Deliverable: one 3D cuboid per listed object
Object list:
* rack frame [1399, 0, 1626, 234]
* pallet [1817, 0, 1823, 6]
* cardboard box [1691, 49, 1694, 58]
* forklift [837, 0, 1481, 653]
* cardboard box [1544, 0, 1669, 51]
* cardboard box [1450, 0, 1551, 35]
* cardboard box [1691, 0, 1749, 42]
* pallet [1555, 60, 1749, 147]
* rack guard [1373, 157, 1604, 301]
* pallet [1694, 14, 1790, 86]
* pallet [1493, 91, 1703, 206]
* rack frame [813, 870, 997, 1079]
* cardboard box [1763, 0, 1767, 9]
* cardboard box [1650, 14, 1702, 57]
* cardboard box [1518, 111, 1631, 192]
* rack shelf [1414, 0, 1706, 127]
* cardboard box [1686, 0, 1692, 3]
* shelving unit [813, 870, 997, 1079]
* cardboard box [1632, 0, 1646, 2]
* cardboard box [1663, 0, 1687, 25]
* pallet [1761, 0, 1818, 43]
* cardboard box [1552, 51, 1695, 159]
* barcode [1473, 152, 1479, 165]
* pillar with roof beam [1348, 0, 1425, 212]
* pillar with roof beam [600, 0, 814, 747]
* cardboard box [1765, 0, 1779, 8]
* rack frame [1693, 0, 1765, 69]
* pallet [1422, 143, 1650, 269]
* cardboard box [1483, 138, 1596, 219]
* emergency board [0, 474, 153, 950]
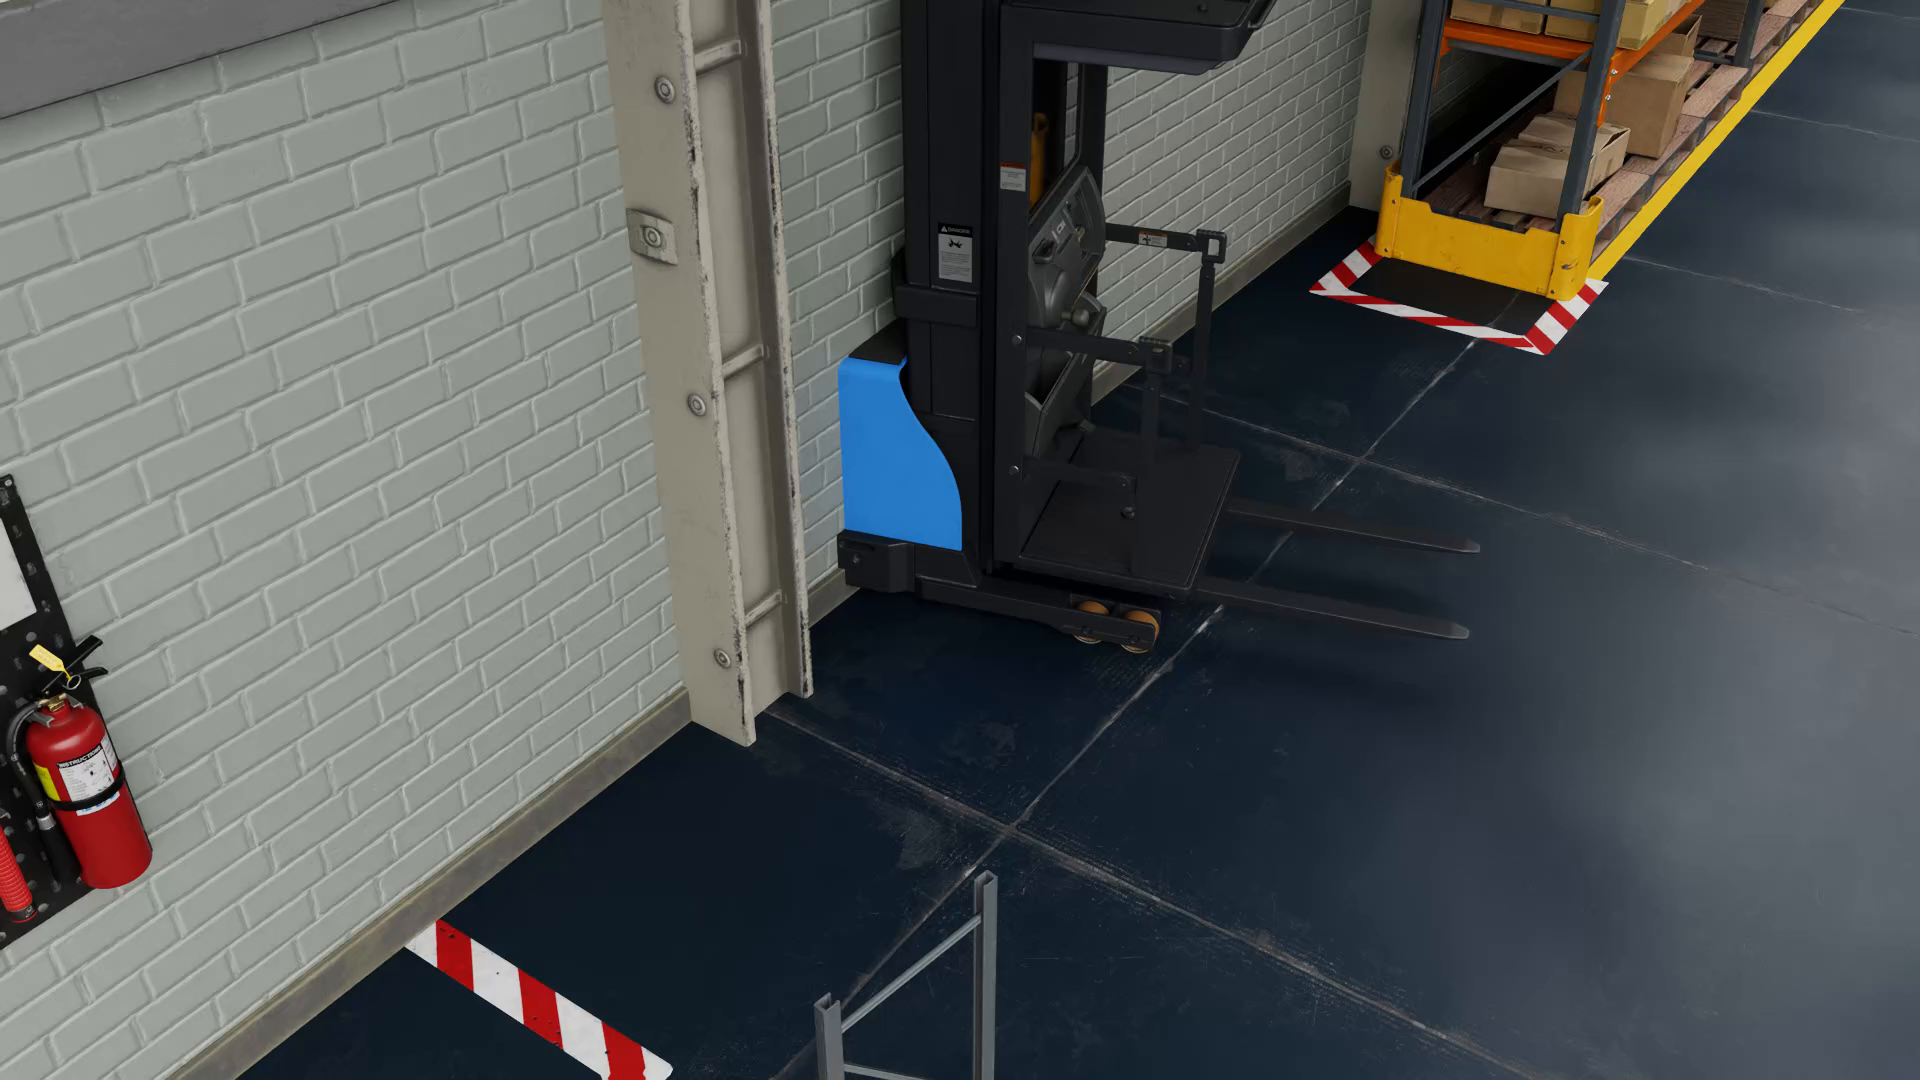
[{"bbox_3d":[2.935,-2.782,8.687,1.000,3.000,0.127,21,39,28],"label":"rack frame"},{"bbox_3d":[7.050,-4.950,14.381,1.003,0.211,1.213,21,39,28],"label":"pallet"},{"bbox_3d":[4.935,-3.376,11.701,0.380,0.166,0.250,16,37,22],"label":"cardboard box"},{"bbox_3d":[0.595,-1.102,6.263,3.031,2.935,1.130,11,35,15],"label":"forklift"},{"bbox_3d":[3.474,-2.852,8.905,0.500,0.250,0.500,20,39,27],"label":"cardboard box"},{"bbox_3d":[3.042,-3.005,9.133,0.500,0.250,0.500,22,40,29],"label":"cardboard box"},{"bbox_3d":[5.622,-4.114,12.494,0.700,0.500,0.500,23,40,30],"label":"cardboard box"},{"bbox_3d":[4.862,-3.148,11.716,1.003,0.211,1.213,21,39,28],"label":"pallet"},{"bbox_3d":[2.978,-1.782,9.439,1.175,0.500,0.348,21,39,28],"label":"rack guard"},{"bbox_3d":[5.659,-3.827,12.720,1.003,0.211,1.213,21,39,28],"label":"pallet"},{"bbox_3d":[4.167,-2.584,10.882,1.003,0.211,1.213,21,39,28],"label":"pallet"},{"bbox_3d":[-0.103,1.430,3.797,0.032,1.500,0.500,28,43,35],"label":"rack frame"},{"bbox_3d":[5.875,-4.368,12.870,0.700,0.500,0.500,20,39,27],"label":"cardboard box"},{"bbox_3d":[4.657,-3.279,11.260,0.500,0.500,0.500,18,38,25],"label":"cardboard box"},{"bbox_3d":[3.729,-2.403,10.133,0.500,0.311,0.500,25,41,32],"label":"cardboard box"},{"bbox_3d":[4.075,-3.405,10.249,1.077,0.370,4.000,21,39,28],"label":"rack shelf"},{"bbox_3d":[4.054,-3.328,9.609,0.500,0.250,0.500,21,39,27],"label":"cardboard box"},{"bbox_3d":[0.260,1.622,3.513,1.083,1.500,0.587,28,43,35],"label":"shelving unit"},{"bbox_3d":[3.454,-3.163,8.696,0.500,0.500,0.500,21,39,28],"label":"cardboard box"},{"bbox_3d":[3.759,-3.095,9.265,0.500,0.250,0.500,20,39,27],"label":"cardboard box"},{"bbox_3d":[6.354,-4.391,13.554,1.003,0.211,1.213,21,39,28],"label":"pallet"},{"bbox_3d":[4.188,-2.803,10.555,0.700,0.500,0.500,19,38,25],"label":"cardboard box"},{"bbox_3d":[3.085,-2.280,9.944,0.001,0.075,0.075,21,39,28],"label":"barcode"},{"bbox_3d":[6.160,-4.491,5.858,9.100,9.000,0.400,21,39,28],"label":"pillar with roof beam"},{"bbox_3d":[2.739,-1.730,1.775,9.100,9.000,0.400,21,39,28],"label":"pillar with roof beam"},{"bbox_3d":[6.199,-4.590,13.198,0.700,0.500,0.500,22,40,29],"label":"cardboard box"},{"bbox_3d":[5.216,-4.623,11.409,1.000,3.000,0.127,21,39,28],"label":"rack frame"},{"bbox_3d":[3.471,-2.025,10.056,1.003,0.211,1.213,21,39,28],"label":"pallet"},{"bbox_3d":[3.404,-2.140,9.745,0.500,0.311,0.500,17,37,23],"label":"cardboard box"},{"bbox_3d":[-2.238,0.506,3.825,0.194,1.169,0.643,21,39,28],"label":"emergency board"}]
